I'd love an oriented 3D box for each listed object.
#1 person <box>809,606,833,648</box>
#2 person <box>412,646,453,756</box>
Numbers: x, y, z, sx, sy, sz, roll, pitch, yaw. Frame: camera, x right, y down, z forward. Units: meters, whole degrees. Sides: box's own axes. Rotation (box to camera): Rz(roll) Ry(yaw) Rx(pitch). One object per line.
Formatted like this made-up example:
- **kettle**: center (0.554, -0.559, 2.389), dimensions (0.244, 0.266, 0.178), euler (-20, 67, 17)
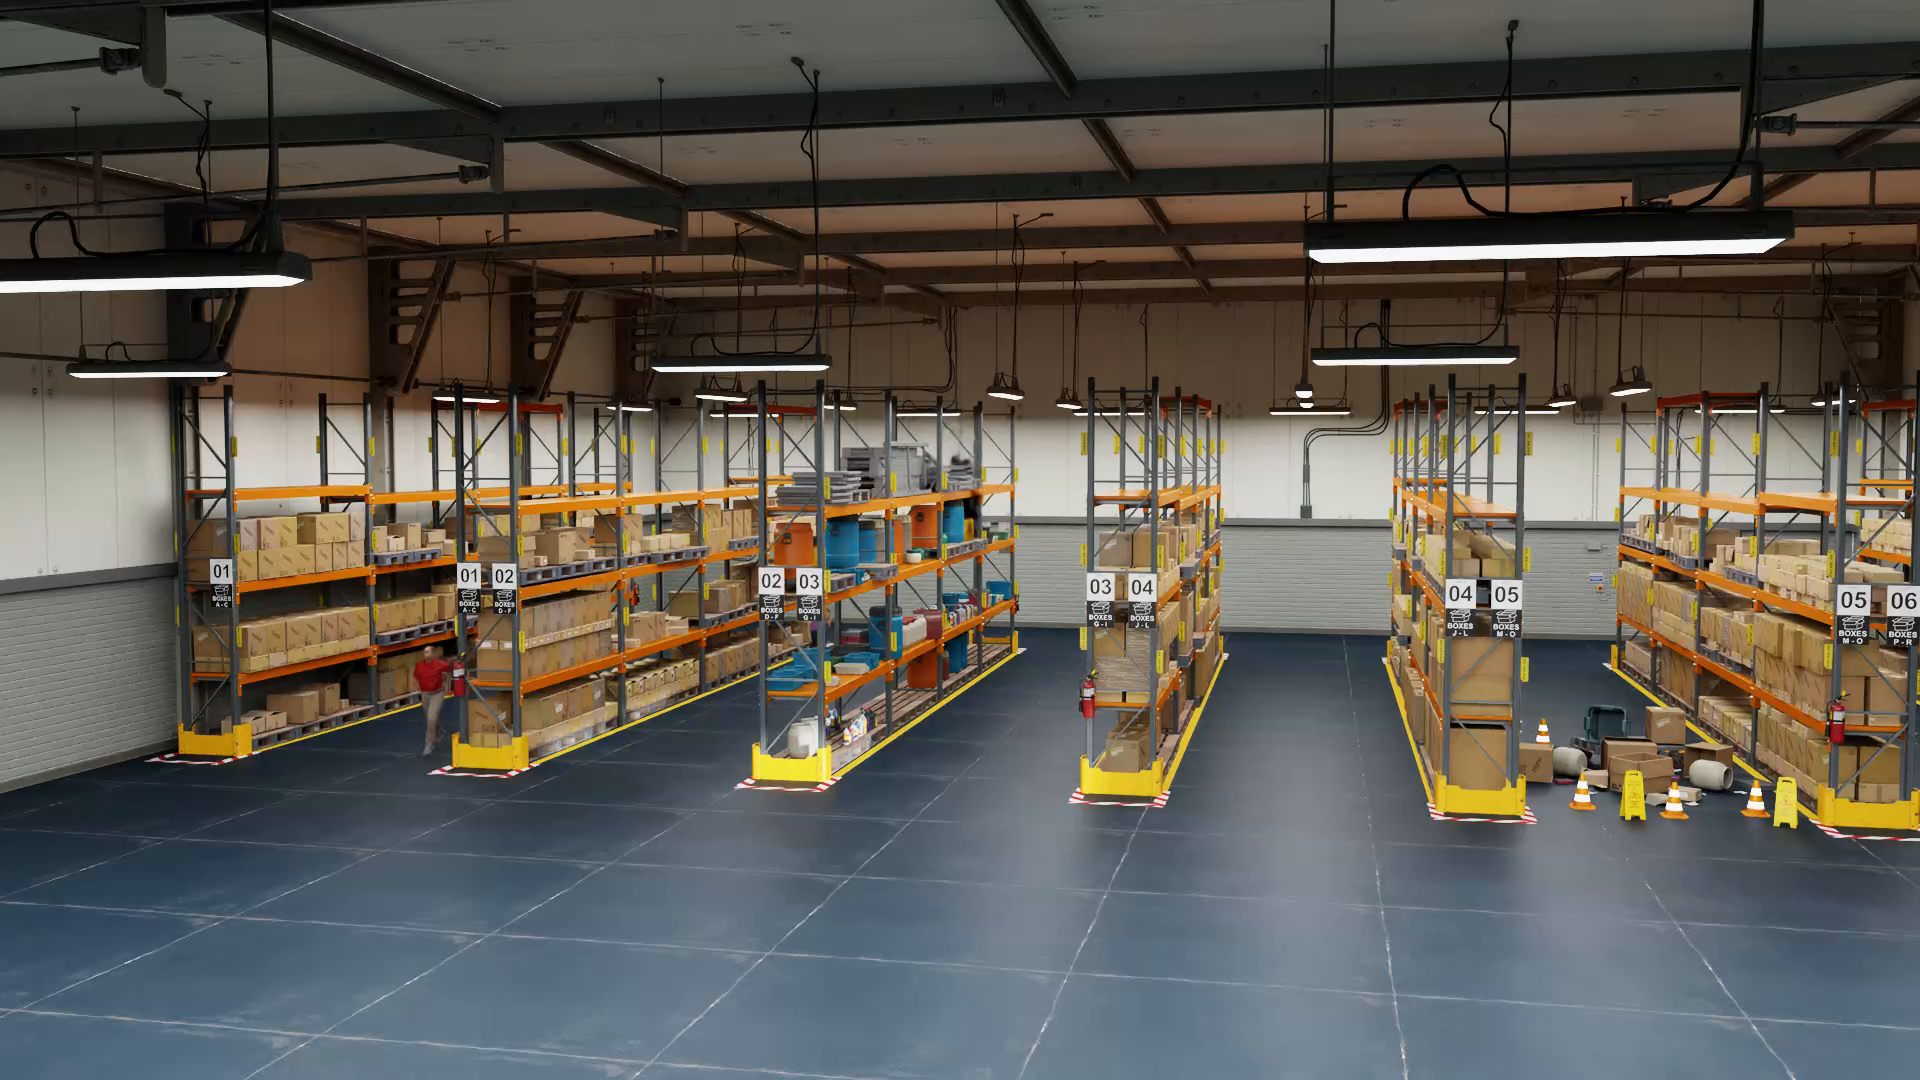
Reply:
- **person**: center (-3.035, 1.930, 35.547), dimensions (0.551, 1.603, 0.772), euler (1, 3, 14)
- **person**: center (-8.655, 2.613, 27.379), dimensions (0.671, 1.769, 0.964), euler (1, 3, 15)
